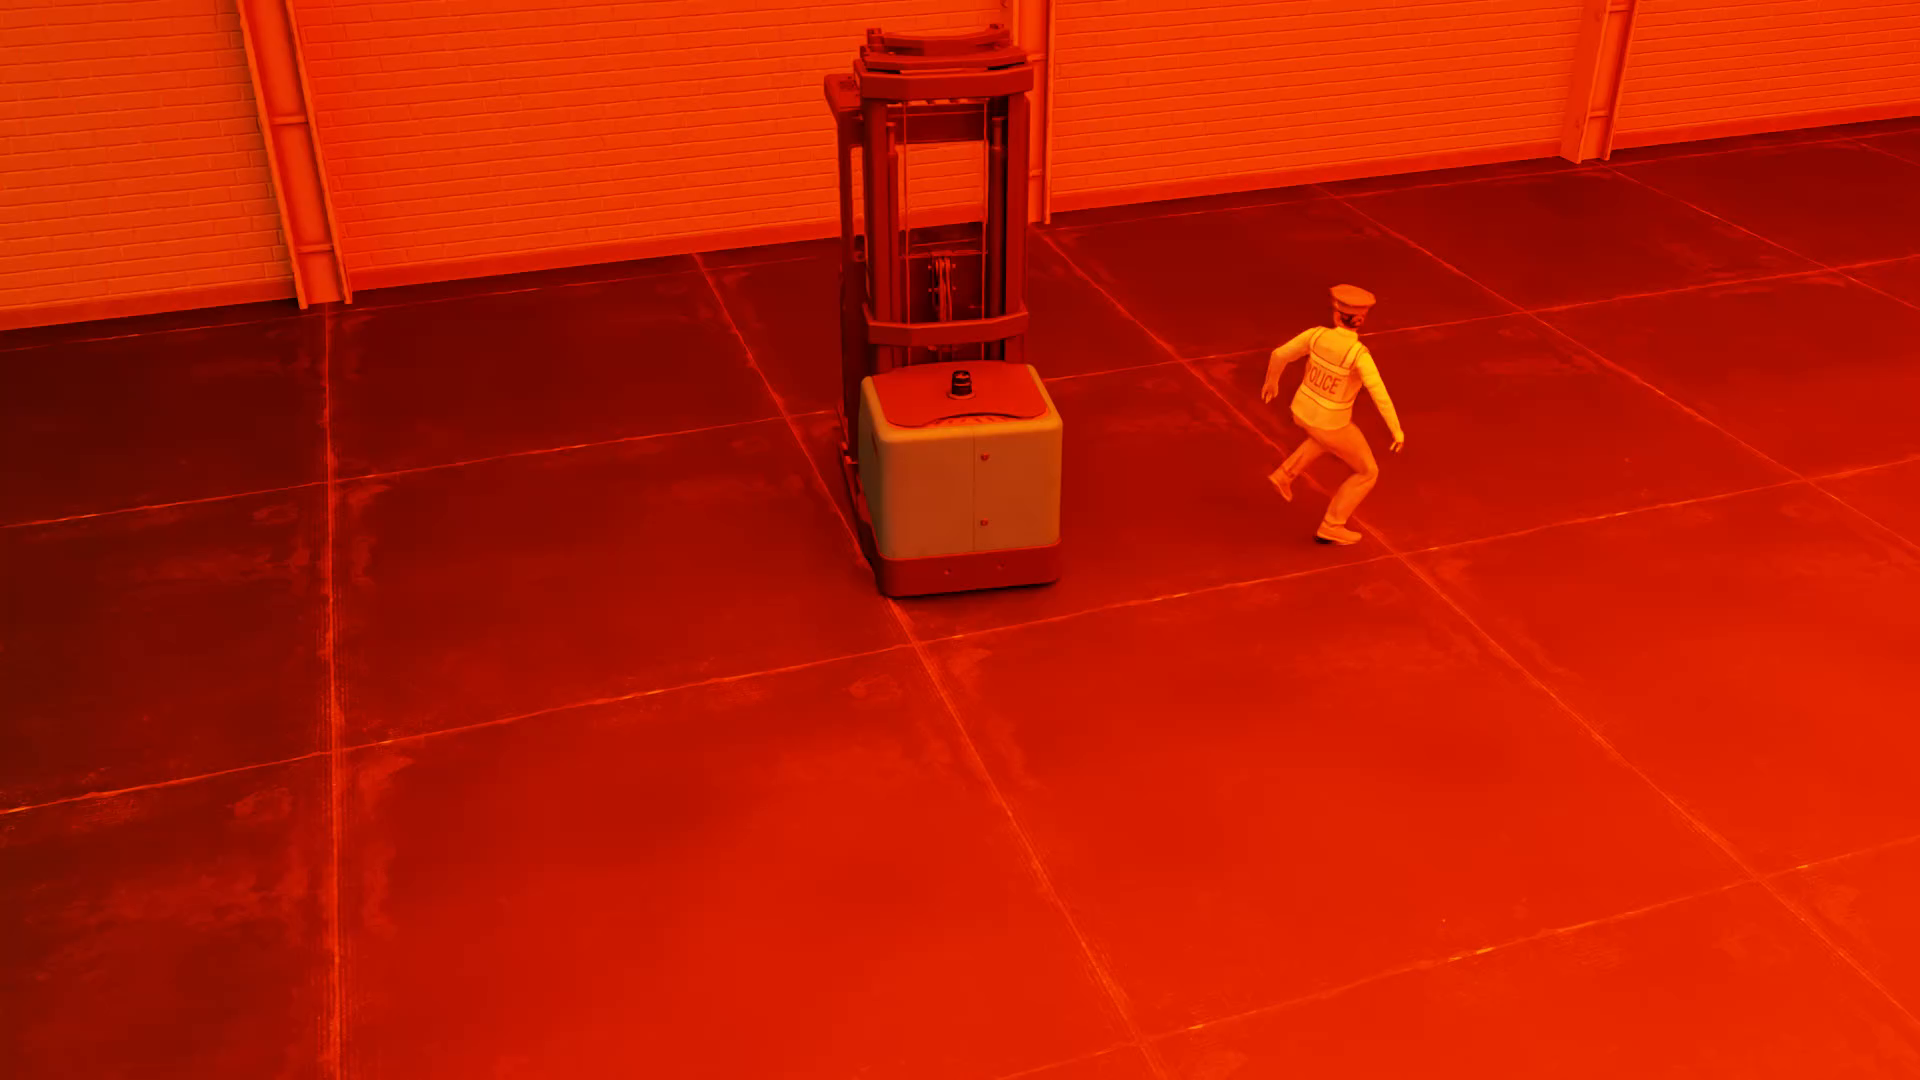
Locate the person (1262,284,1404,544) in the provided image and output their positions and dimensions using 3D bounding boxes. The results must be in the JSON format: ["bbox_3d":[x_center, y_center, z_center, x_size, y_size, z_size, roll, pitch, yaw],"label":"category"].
[{"bbox_3d":[2.185,-0.751,9.804,0.516,1.561,0.804,-15,33,-24],"label":"person"}]

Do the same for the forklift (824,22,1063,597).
[{"bbox_3d":[-0.191,-1.670,9.989,1.130,2.935,3.031,-5,30,-9],"label":"forklift"}]
